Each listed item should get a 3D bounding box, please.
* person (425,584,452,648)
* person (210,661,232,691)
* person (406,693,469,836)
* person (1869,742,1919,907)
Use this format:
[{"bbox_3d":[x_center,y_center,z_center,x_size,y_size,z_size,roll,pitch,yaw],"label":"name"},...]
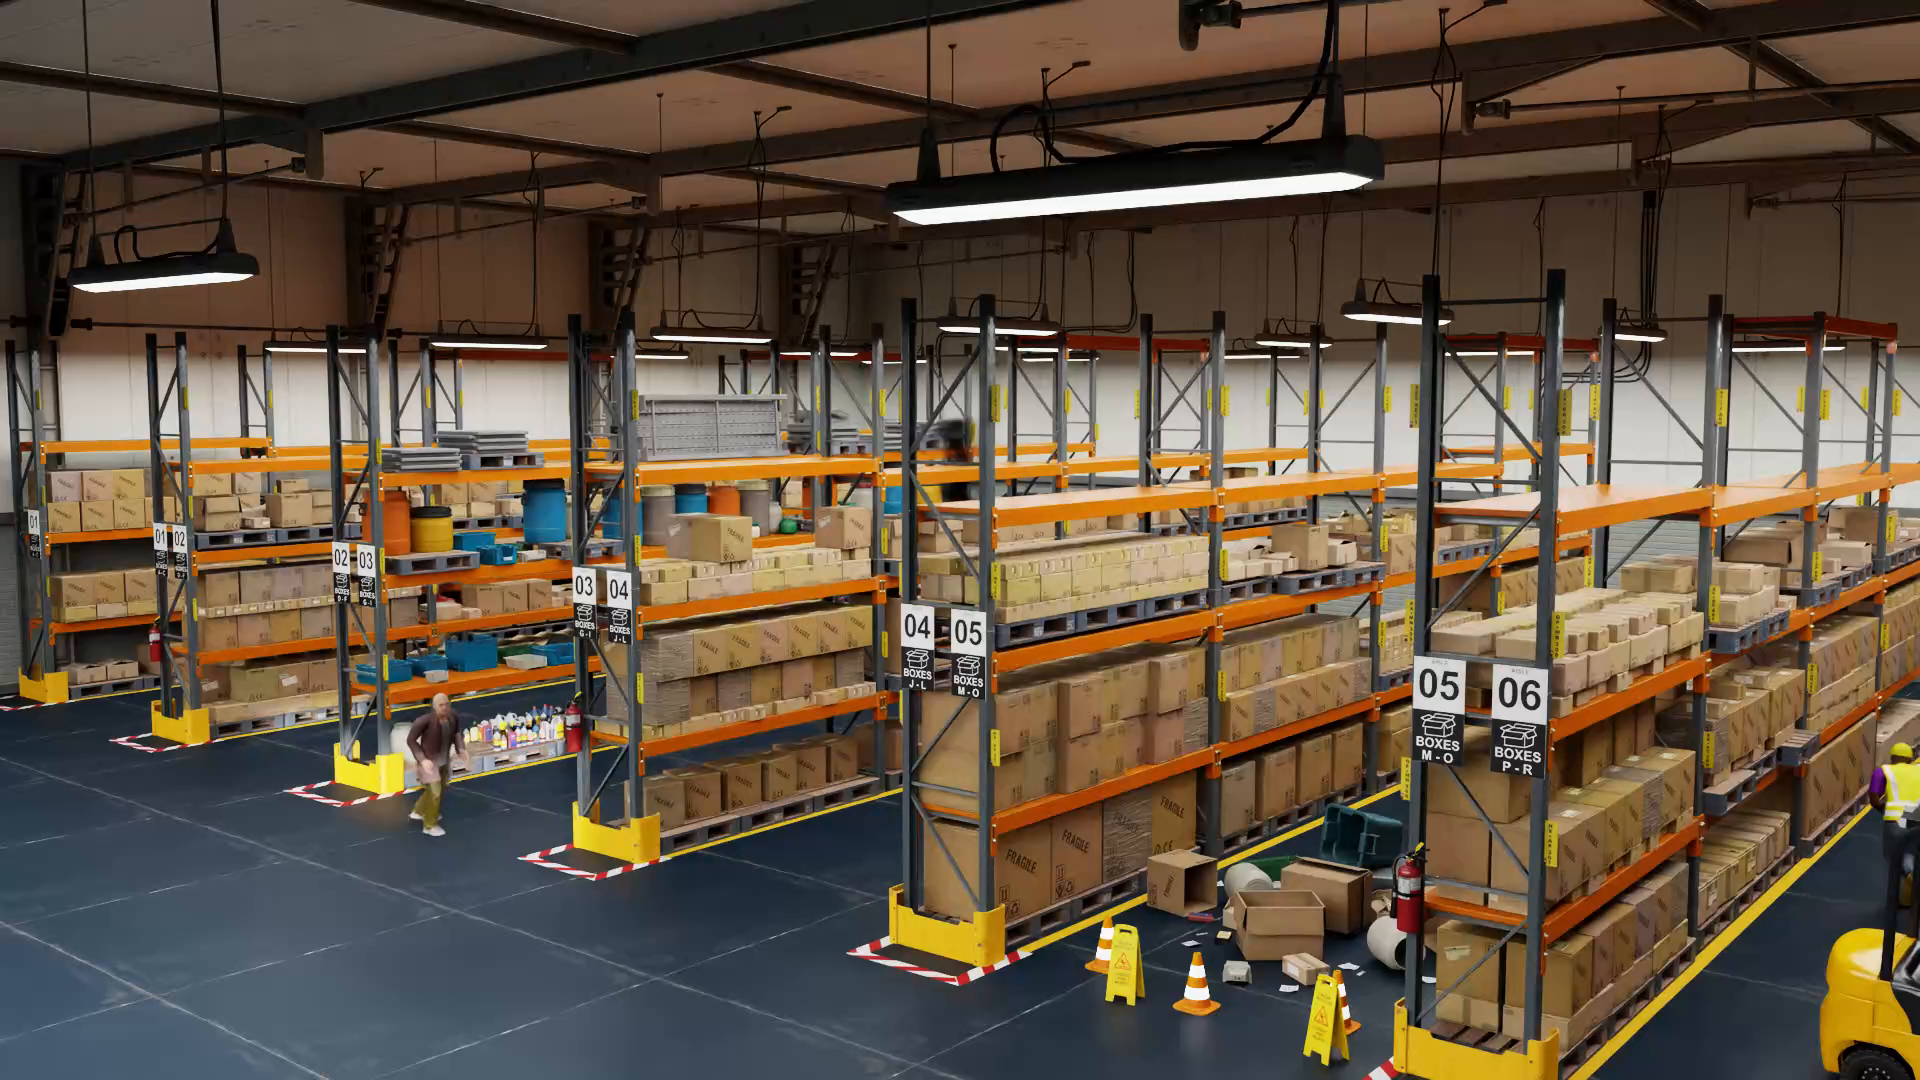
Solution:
[{"bbox_3d":[-9.416,1.610,30.321,0.662,1.682,0.794,3,6,27],"label":"person"},{"bbox_3d":[-11.907,1.940,26.663,0.611,1.745,0.697,3,6,31],"label":"person"},{"bbox_3d":[-6.151,2.582,19.378,0.930,1.692,0.736,3,6,28],"label":"person"},{"bbox_3d":[9.605,2.879,16.815,0.734,1.568,0.893,2,5,19],"label":"person"}]
